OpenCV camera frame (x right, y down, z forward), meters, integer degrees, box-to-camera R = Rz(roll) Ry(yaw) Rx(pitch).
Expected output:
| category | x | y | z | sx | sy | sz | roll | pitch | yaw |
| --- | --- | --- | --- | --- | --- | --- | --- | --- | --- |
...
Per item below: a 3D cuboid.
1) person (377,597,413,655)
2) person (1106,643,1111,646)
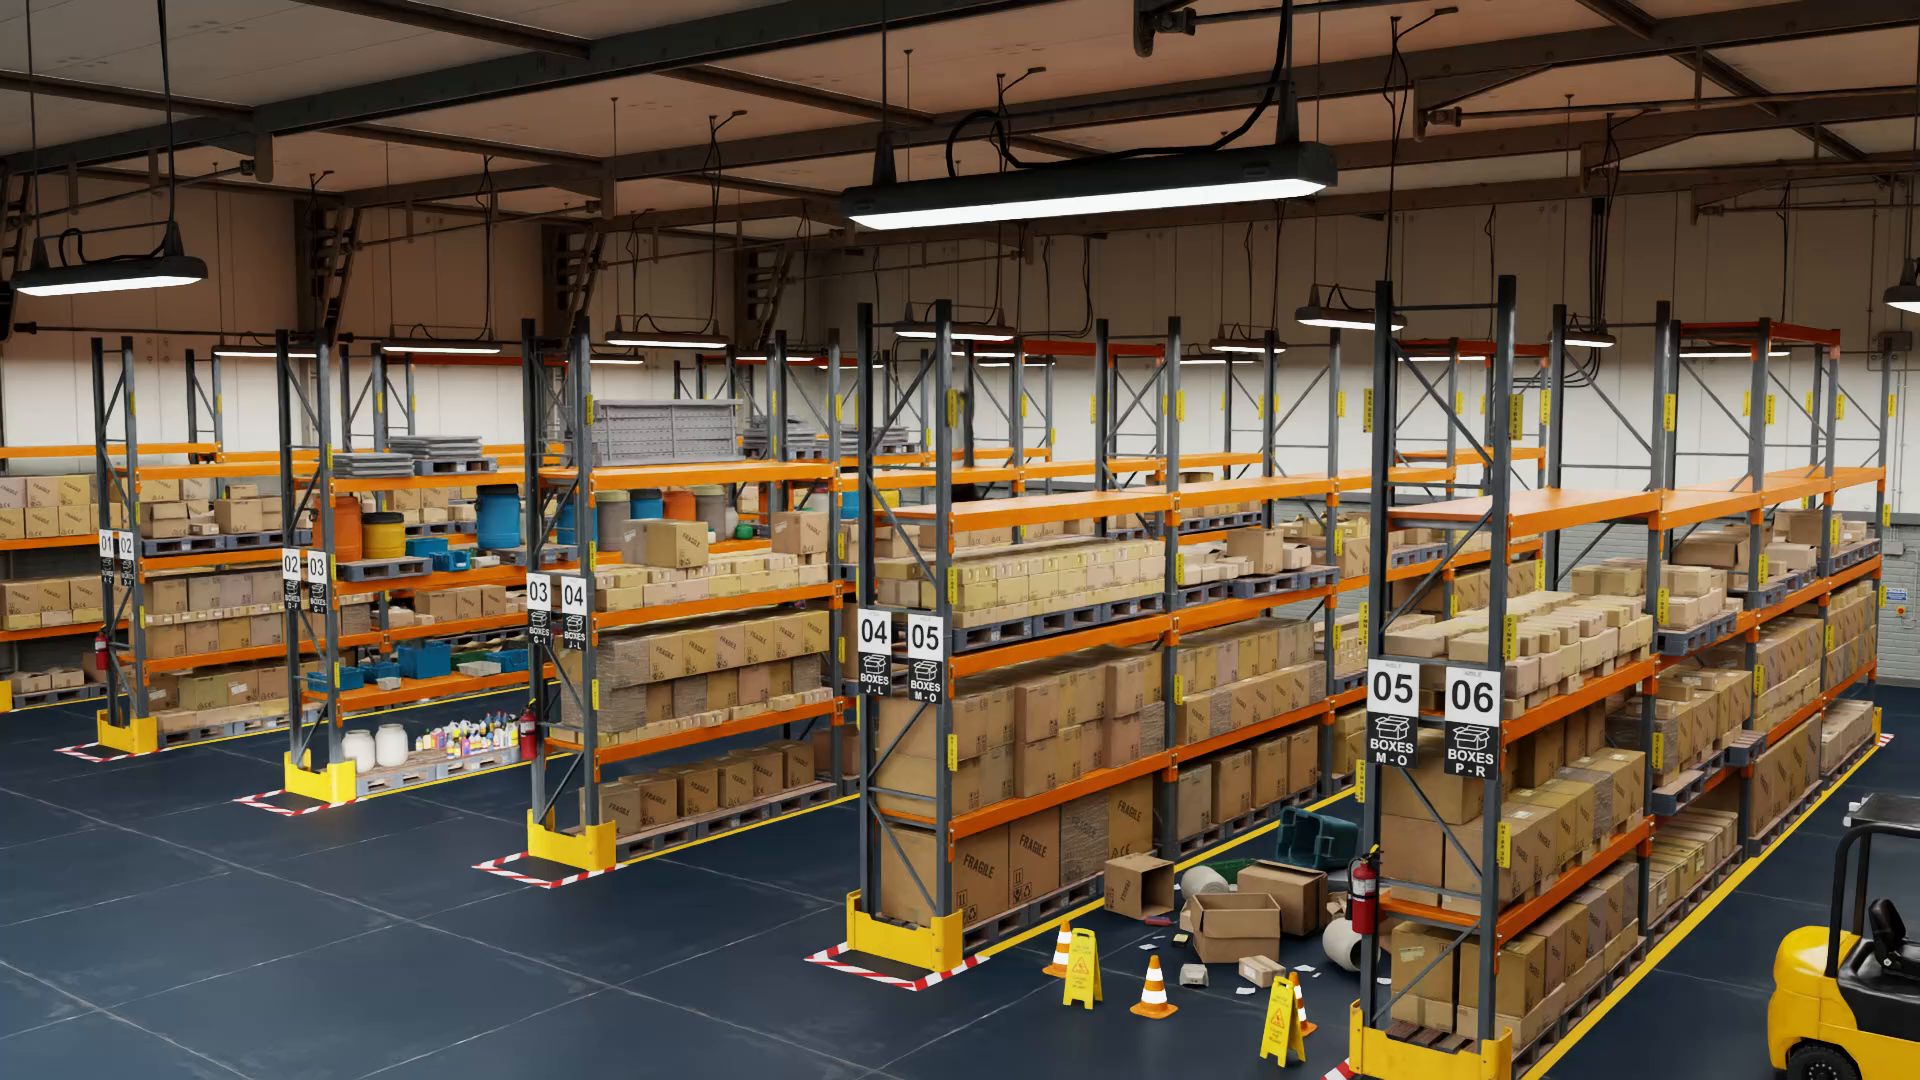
| category | x | y | z | sx | sy | sz | roll | pitch | yaw |
| --- | --- | --- | --- | --- | --- | --- | --- | --- | --- |
| person | -10.082 | 1.785 | 30.081 | 0.642 | 1.627 | 1.033 | 4 | 6 | 38 |
| person | 1.983 | 1.968 | 24.106 | 0.644 | 1.708 | 0.880 | 3 | 6 | 35 |
